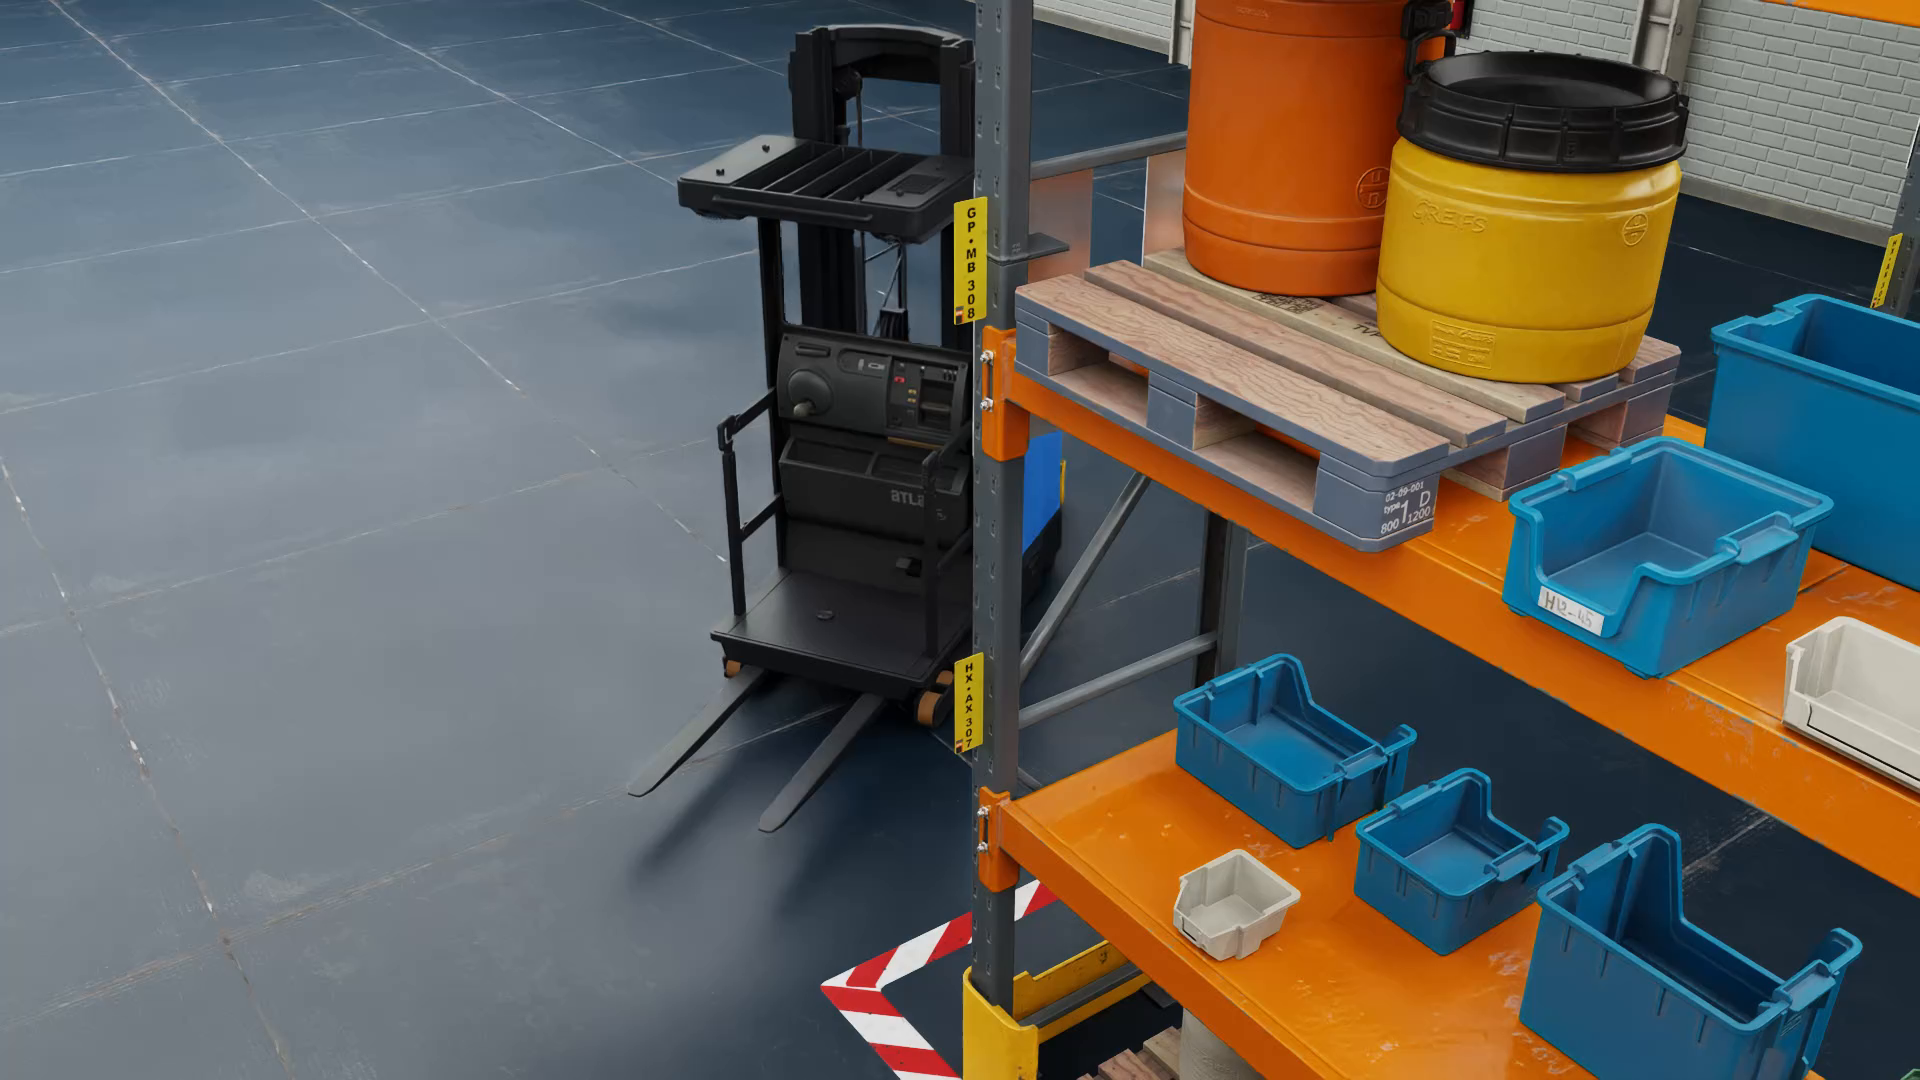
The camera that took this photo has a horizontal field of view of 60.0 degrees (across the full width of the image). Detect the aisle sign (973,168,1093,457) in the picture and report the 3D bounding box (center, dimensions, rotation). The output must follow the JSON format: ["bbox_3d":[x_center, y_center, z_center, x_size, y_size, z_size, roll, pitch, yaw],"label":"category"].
[{"bbox_3d":[0.197,-0.633,4.549,0.394,0.787,0.004,-19,34,-31],"label":"aisle sign"}]

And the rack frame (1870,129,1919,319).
[{"bbox_3d":[4.515,-0.914,7.789,1.000,3.000,0.127,-19,34,-31],"label":"rack frame"}]

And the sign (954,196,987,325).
[{"bbox_3d":[0.027,-0.715,4.272,0.100,0.325,0.005,-19,34,-31],"label":"sign"}]

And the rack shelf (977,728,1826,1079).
[{"bbox_3d":[1.638,1.550,4.007,1.077,0.370,4.000,-19,34,-31],"label":"rack shelf"}]

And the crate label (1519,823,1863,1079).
[{"bbox_3d":[1.766,1.081,4.079,0.502,0.435,0.616,-19,34,-31],"label":"crate label"}]

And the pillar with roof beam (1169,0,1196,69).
[{"bbox_3d":[-0.809,-8.363,15.221,9.100,9.000,0.400,-19,34,-31],"label":"pillar with roof beam"}]

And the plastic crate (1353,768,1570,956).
[{"bbox_3d":[1.384,0.887,4.629,0.499,0.251,0.408,-19,34,-31],"label":"plastic crate"}]

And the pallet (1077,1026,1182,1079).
[{"bbox_3d":[1.027,2.015,5.318,1.003,0.211,1.213,-19,34,-31],"label":"pallet"}]

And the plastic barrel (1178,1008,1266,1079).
[{"bbox_3d":[0.922,1.600,5.328,0.421,0.512,0.421,0,29,0],"label":"plastic barrel"}]

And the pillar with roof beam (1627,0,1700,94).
[{"bbox_3d":[2.671,-6.031,10.926,9.100,9.000,0.400,-19,34,-31],"label":"pillar with roof beam"}]

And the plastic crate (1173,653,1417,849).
[{"bbox_3d":[1.012,0.633,5.097,0.499,0.251,0.616,-19,34,-31],"label":"plastic crate"}]

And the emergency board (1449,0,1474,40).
[{"bbox_3d":[4.776,-5.558,16.340,0.194,1.169,0.643,-19,34,-31],"label":"emergency board"}]

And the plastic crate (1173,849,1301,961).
[{"bbox_3d":[0.735,1.009,4.525,0.298,0.136,0.250,-19,34,-31],"label":"plastic crate"}]

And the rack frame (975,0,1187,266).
[{"bbox_3d":[0.478,-2.180,3.835,1.000,3.000,0.127,-19,34,-31],"label":"rack frame"}]

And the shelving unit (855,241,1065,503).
[{"bbox_3d":[0.000,-0.904,9.343,1.083,1.500,0.587,16,32,26],"label":"shelving unit"}]

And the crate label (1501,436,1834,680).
[{"bbox_3d":[1.294,0.022,3.078,0.502,0.251,0.408,-19,34,-31],"label":"crate label"}]

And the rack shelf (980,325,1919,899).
[{"bbox_3d":[1.638,0.232,3.291,1.077,0.370,4.000,-19,34,-31],"label":"rack shelf"}]

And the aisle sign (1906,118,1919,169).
[{"bbox_3d":[4.227,-1.997,7.060,0.394,0.787,0.004,-19,34,-31],"label":"aisle sign"}]

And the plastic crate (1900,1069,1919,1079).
[{"bbox_3d":[2.240,1.498,3.570,0.450,0.188,0.662,-19,34,-31],"label":"plastic crate"}]

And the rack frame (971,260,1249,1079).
[{"bbox_3d":[0.478,0.456,5.267,1.000,3.000,0.127,-19,34,-31],"label":"rack frame"}]

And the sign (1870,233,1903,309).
[{"bbox_3d":[4.059,-1.178,7.285,0.100,0.325,0.005,-19,34,-31],"label":"sign"}]

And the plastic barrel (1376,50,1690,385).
[{"bbox_3d":[1.242,-0.721,3.655,0.600,0.588,0.600,0,29,0],"label":"plastic barrel"}]

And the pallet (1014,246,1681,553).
[{"bbox_3d":[0.878,-0.430,3.954,1.003,0.211,1.213,-19,34,-31],"label":"pallet"}]

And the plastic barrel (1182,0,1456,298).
[{"bbox_3d":[0.863,-1.082,4.065,0.600,0.830,0.708,-19,34,-31],"label":"plastic barrel"}]

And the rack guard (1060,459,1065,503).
[{"bbox_3d":[0.430,-0.235,9.421,0.087,0.250,0.587,16,32,26],"label":"rack guard"}]

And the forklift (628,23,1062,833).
[{"bbox_3d":[-0.483,-0.653,7.382,1.130,2.935,3.031,11,30,20],"label":"forklift"}]

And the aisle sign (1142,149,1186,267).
[{"bbox_3d":[0.678,-0.796,4.850,0.394,0.787,0.004,-19,34,-31],"label":"aisle sign"}]

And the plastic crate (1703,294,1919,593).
[{"bbox_3d":[1.829,-0.197,3.343,0.392,0.384,0.575,-19,34,-31],"label":"plastic crate"}]

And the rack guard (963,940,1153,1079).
[{"bbox_3d":[0.560,1.571,5.833,1.175,0.500,0.348,-19,34,-31],"label":"rack guard"}]

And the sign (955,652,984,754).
[{"bbox_3d":[0.027,0.485,4.924,0.100,0.325,0.005,-19,34,-31],"label":"sign"}]

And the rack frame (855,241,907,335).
[{"bbox_3d":[-0.447,-1.029,9.573,0.032,1.500,0.500,16,32,26],"label":"rack frame"}]

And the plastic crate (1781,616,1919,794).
[{"bbox_3d":[1.538,0.297,2.694,0.243,0.136,0.396,-19,34,-31],"label":"plastic crate"}]
